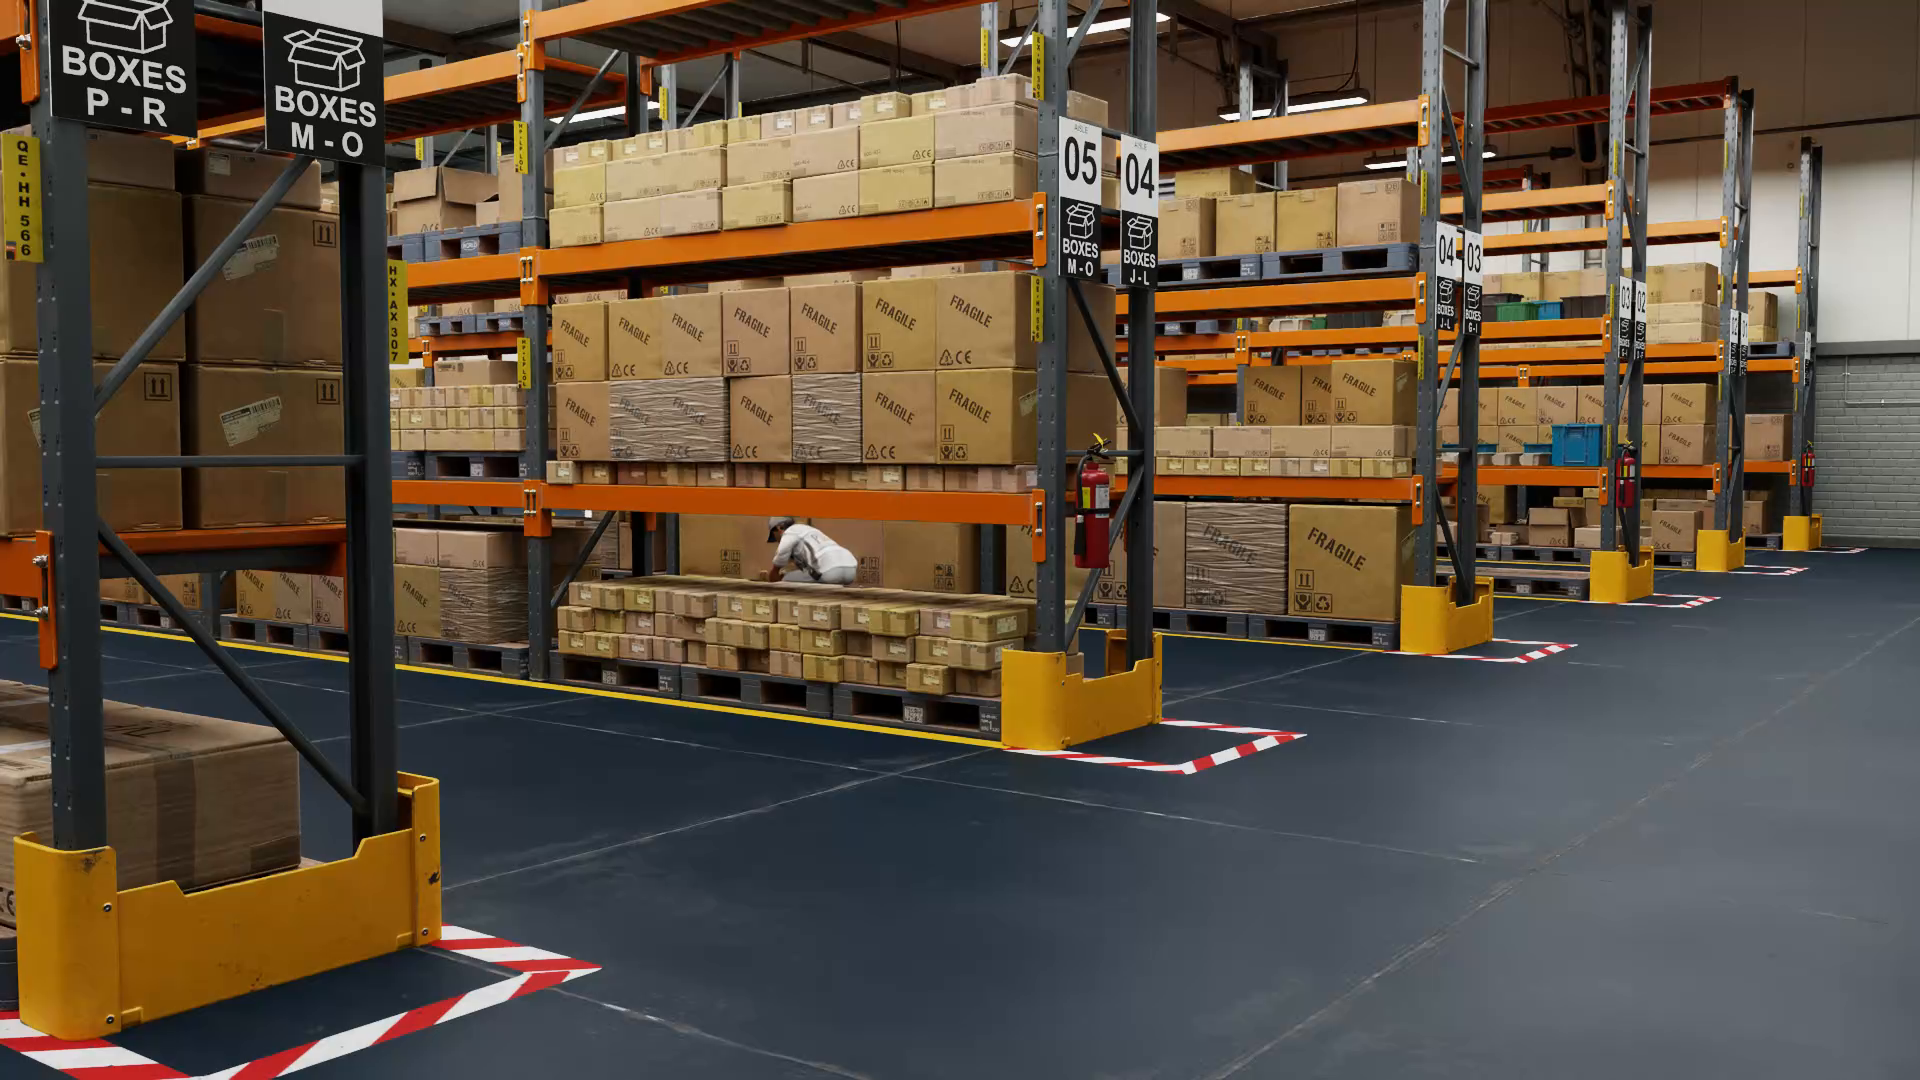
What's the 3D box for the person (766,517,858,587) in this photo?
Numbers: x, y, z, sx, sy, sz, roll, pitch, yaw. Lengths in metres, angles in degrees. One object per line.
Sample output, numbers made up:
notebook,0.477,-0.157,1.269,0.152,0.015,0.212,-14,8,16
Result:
person,-1.303,0.266,14.315,0.852,0.950,0.518,2,4,36
